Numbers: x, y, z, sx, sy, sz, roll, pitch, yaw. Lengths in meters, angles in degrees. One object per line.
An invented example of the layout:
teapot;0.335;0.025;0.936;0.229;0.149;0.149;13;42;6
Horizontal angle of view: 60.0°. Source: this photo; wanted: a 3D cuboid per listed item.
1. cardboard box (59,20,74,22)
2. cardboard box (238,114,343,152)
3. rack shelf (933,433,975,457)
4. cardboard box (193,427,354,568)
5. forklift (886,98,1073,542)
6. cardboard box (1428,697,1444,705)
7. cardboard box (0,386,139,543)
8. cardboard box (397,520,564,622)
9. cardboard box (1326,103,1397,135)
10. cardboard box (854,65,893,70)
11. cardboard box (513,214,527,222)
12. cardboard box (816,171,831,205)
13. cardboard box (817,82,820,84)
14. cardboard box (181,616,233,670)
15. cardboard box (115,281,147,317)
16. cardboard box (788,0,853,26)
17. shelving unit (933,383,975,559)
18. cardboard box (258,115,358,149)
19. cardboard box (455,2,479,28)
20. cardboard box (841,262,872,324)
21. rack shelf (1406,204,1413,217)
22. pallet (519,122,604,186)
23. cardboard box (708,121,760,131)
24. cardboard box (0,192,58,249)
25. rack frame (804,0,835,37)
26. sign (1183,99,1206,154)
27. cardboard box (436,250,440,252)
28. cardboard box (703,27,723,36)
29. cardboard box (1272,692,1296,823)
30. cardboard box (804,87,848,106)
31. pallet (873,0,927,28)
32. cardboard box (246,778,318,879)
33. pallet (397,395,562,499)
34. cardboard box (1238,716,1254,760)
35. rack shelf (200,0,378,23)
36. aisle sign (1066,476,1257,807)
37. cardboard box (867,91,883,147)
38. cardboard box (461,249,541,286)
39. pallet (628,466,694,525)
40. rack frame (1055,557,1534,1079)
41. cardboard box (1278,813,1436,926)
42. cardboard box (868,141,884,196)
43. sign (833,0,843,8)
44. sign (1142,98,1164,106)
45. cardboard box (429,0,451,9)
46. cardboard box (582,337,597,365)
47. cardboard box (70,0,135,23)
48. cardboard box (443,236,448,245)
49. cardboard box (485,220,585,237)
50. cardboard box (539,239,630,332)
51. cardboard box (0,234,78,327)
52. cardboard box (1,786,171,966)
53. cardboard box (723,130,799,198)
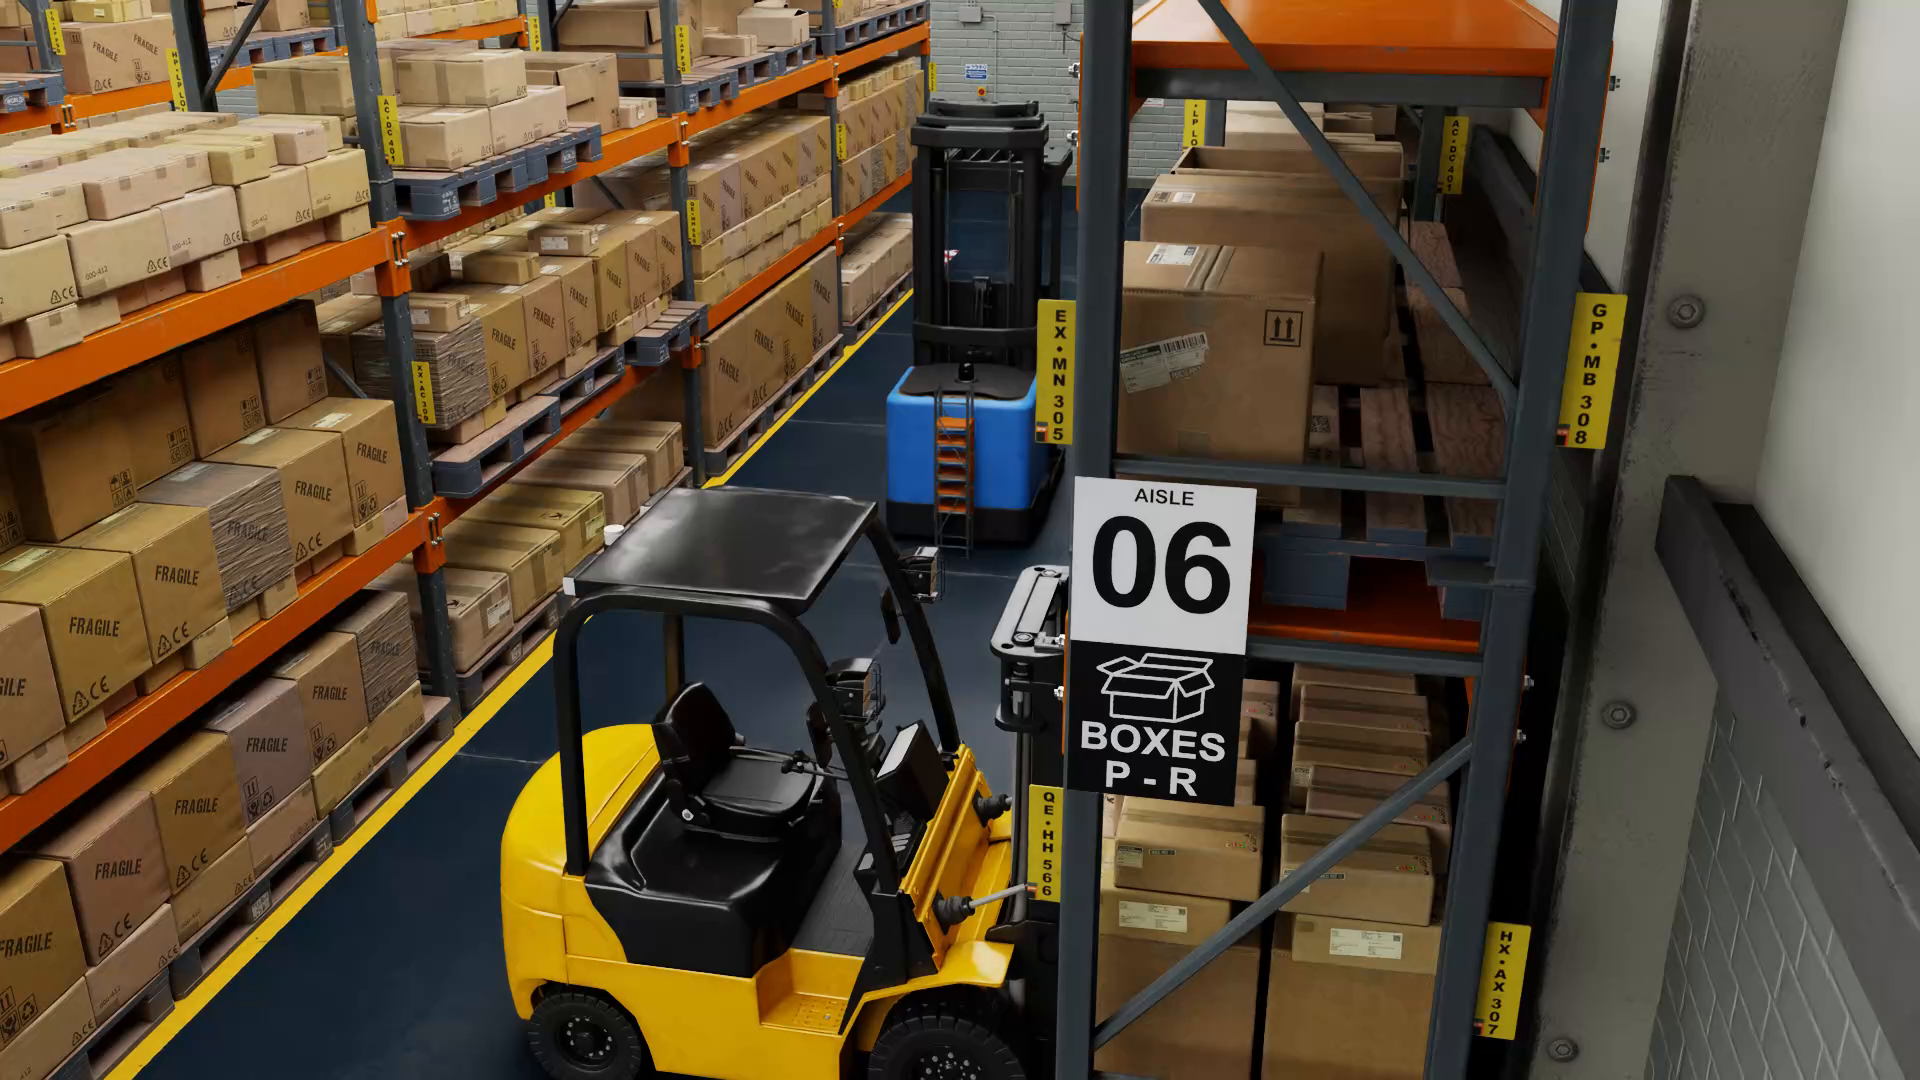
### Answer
cardboard box;-7.391;-4.048;13.740;0.500;0.500;0.500;4;22;11
cardboard box;-3.148;-1.907;7.827;0.380;0.149;0.250;5;22;12
rack shelf;-0.041;-0.649;11.335;0.258;0.103;0.180;4;22;9
cardboard box;-3.243;-0.209;7.825;0.500;0.500;0.500;5;23;13
forklift;0.237;-1.865;12.560;1.130;2.935;3.031;4;22;9
cardboard box;1.401;0.529;5.523;0.380;0.149;0.250;5;23;13
cardboard box;-3.871;-0.334;6.798;0.700;0.500;0.500;4;22;11
cardboard box;-3.049;0.174;10.361;0.950;0.372;0.625;6;23;14
cardboard box;2.255;-2.387;9.367;0.380;0.166;0.250;4;22;11
cardboard box;-0.939;-5.073;18.095;0.380;0.149;0.250;4;22;10
cardboard box;-5.544;-3.919;20.426;0.380;0.149;0.250;4;22;9
cardboard box;-1.517;-3.303;15.572;0.500;0.250;0.500;4;22;11
cardboard box;-1.643;-4.635;17.007;0.380;0.149;0.250;4;22;11
cardboard box;-3.367;0.423;7.126;0.380;0.149;0.250;5;22;11
cardboard box;-3.472;-0.973;6.575;0.380;0.149;0.250;4;22;10
cardboard box;-1.339;-5.199;15.901;0.500;0.500;0.500;5;22;12
shelving unit;-0.041;-0.467;11.408;0.258;1.200;0.189;4;22;9
cardboard box;-3.320;-2.136;8.766;0.500;0.250;0.500;4;22;10
cardboard box;-5.760;-5.892;18.653;0.500;0.250;0.500;5;23;13
cardboard box;-1.432;-2.548;17.033;0.875;0.438;0.875;4;22;10
rack shelf;1.971;-1.807;9.273;1.077;0.370;4.000;4;22;11
pallet;-2.859;-2.296;9.776;1.213;0.211;1.003;4;22;11
cardboard box;-2.113;-3.504;15.065;0.500;0.500;0.500;4;22;11
cardboard box;-3.480;-1.145;5.934;0.380;0.149;0.250;5;22;12
rack frame;-1.665;-6.103;14.963;1.000;3.000;0.127;4;22;11
sign;1.029;-1.833;7.261;0.100;0.325;0.005;4;22;11
cardboard box;-6.029;-3.168;18.560;0.380;0.149;0.250;6;23;13
cardboard box;-2.266;-4.362;14.405;0.380;0.166;0.250;3;22;7
cardboard box;1.302;0.862;5.564;0.500;0.500;0.500;4;22;10
cardboard box;-1.310;-4.322;16.230;0.380;0.149;0.250;5;22;12
pallet;-0.990;-5.862;18.496;1.003;0.211;1.213;4;22;11
cardboard box;-3.362;1.304;7.720;0.500;0.250;0.500;5;22;12
pallet;-2.999;-0.574;9.521;1.003;0.211;1.213;4;22;11
cardboard box;0.660;0.622;4.892;0.380;0.149;0.250;5;22;12
rack shelf;-2.889;-3.390;9.723;1.077;0.370;4.000;4;22;11
aisle sign;0.445;0.241;3.760;0.394;0.787;0.004;4;22;11
cardboard box;-1.106;-4.357;17.185;0.500;0.500;0.500;5;22;12
cardboard box;-2.734;-1.625;9.911;0.380;0.149;0.250;6;23;14
pallet;-2.642;-0.279;12.263;1.003;0.211;1.213;4;22;11
rack frame;0.746;1.445;4.250;1.000;3.000;0.127;4;22;11
cardboard box;1.024;0.853;4.319;0.380;0.149;0.250;4;22;10
cardboard box;-1.098;-3.884;17.348;0.500;0.500;0.500;5;22;11
sign;-1.132;-5.060;15.274;0.100;0.325;0.005;4;22;11
sign;2.831;-6.628;24.423;0.329;0.494;0.001;4;22;11
cardboard box;-5.885;-5.932;18.083;0.500;0.250;0.500;3;22;9
cardboard box;-2.556;-1.225;10.655;0.380;0.149;0.250;4;22;9
cardboard box;-6.890;-4.306;13.357;0.396;0.266;0.258;4;22;11
cardboard box;-6.003;-3.402;18.743;0.380;0.149;0.250;4;22;9
cardboard box;-2.899;-1.899;11.459;0.500;0.500;0.500;6;23;14
cardboard box;-2.498;-1.675;10.903;0.500;0.500;0.500;3;22;7
cardboard box;-3.557;-0.930;5.934;0.500;0.250;0.500;5;22;12
cardboard box;-3.572;1.327;6.659;0.500;0.500;0.500;4;22;9
cardboard box;-1.731;-3.274;14.497;0.500;0.500;0.500;5;23;13
